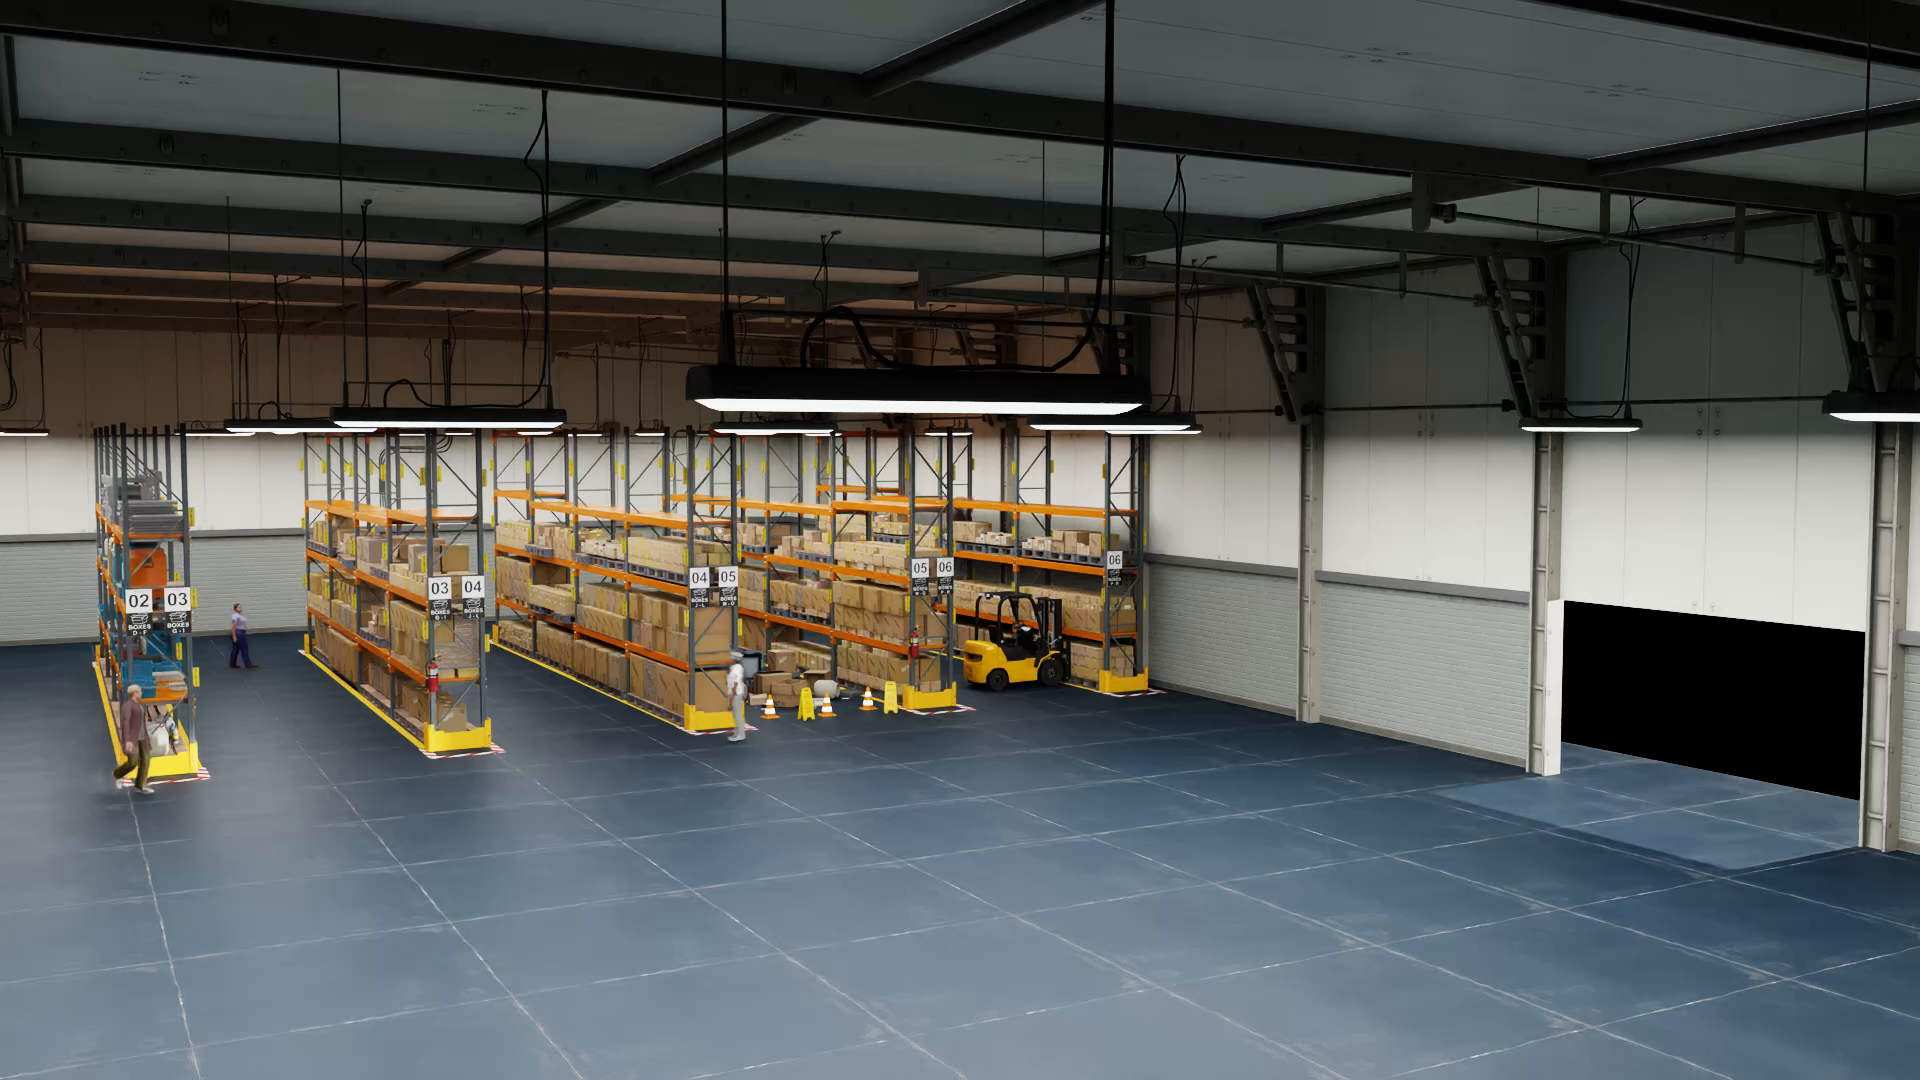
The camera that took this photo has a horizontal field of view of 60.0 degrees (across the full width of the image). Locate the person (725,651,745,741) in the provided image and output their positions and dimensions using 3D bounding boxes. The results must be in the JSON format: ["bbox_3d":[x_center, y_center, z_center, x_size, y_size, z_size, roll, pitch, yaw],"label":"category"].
[{"bbox_3d":[-4.276,2.970,31.618,0.373,1.702,0.501,-1,4,-10],"label":"person"}]

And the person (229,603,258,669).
[{"bbox_3d":[-17.917,2.396,41.556,0.660,1.622,0.474,-2,4,-27],"label":"person"}]

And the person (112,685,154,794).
[{"bbox_3d":[-13.361,3.209,26.772,0.663,1.766,0.563,1,4,21],"label":"person"}]
